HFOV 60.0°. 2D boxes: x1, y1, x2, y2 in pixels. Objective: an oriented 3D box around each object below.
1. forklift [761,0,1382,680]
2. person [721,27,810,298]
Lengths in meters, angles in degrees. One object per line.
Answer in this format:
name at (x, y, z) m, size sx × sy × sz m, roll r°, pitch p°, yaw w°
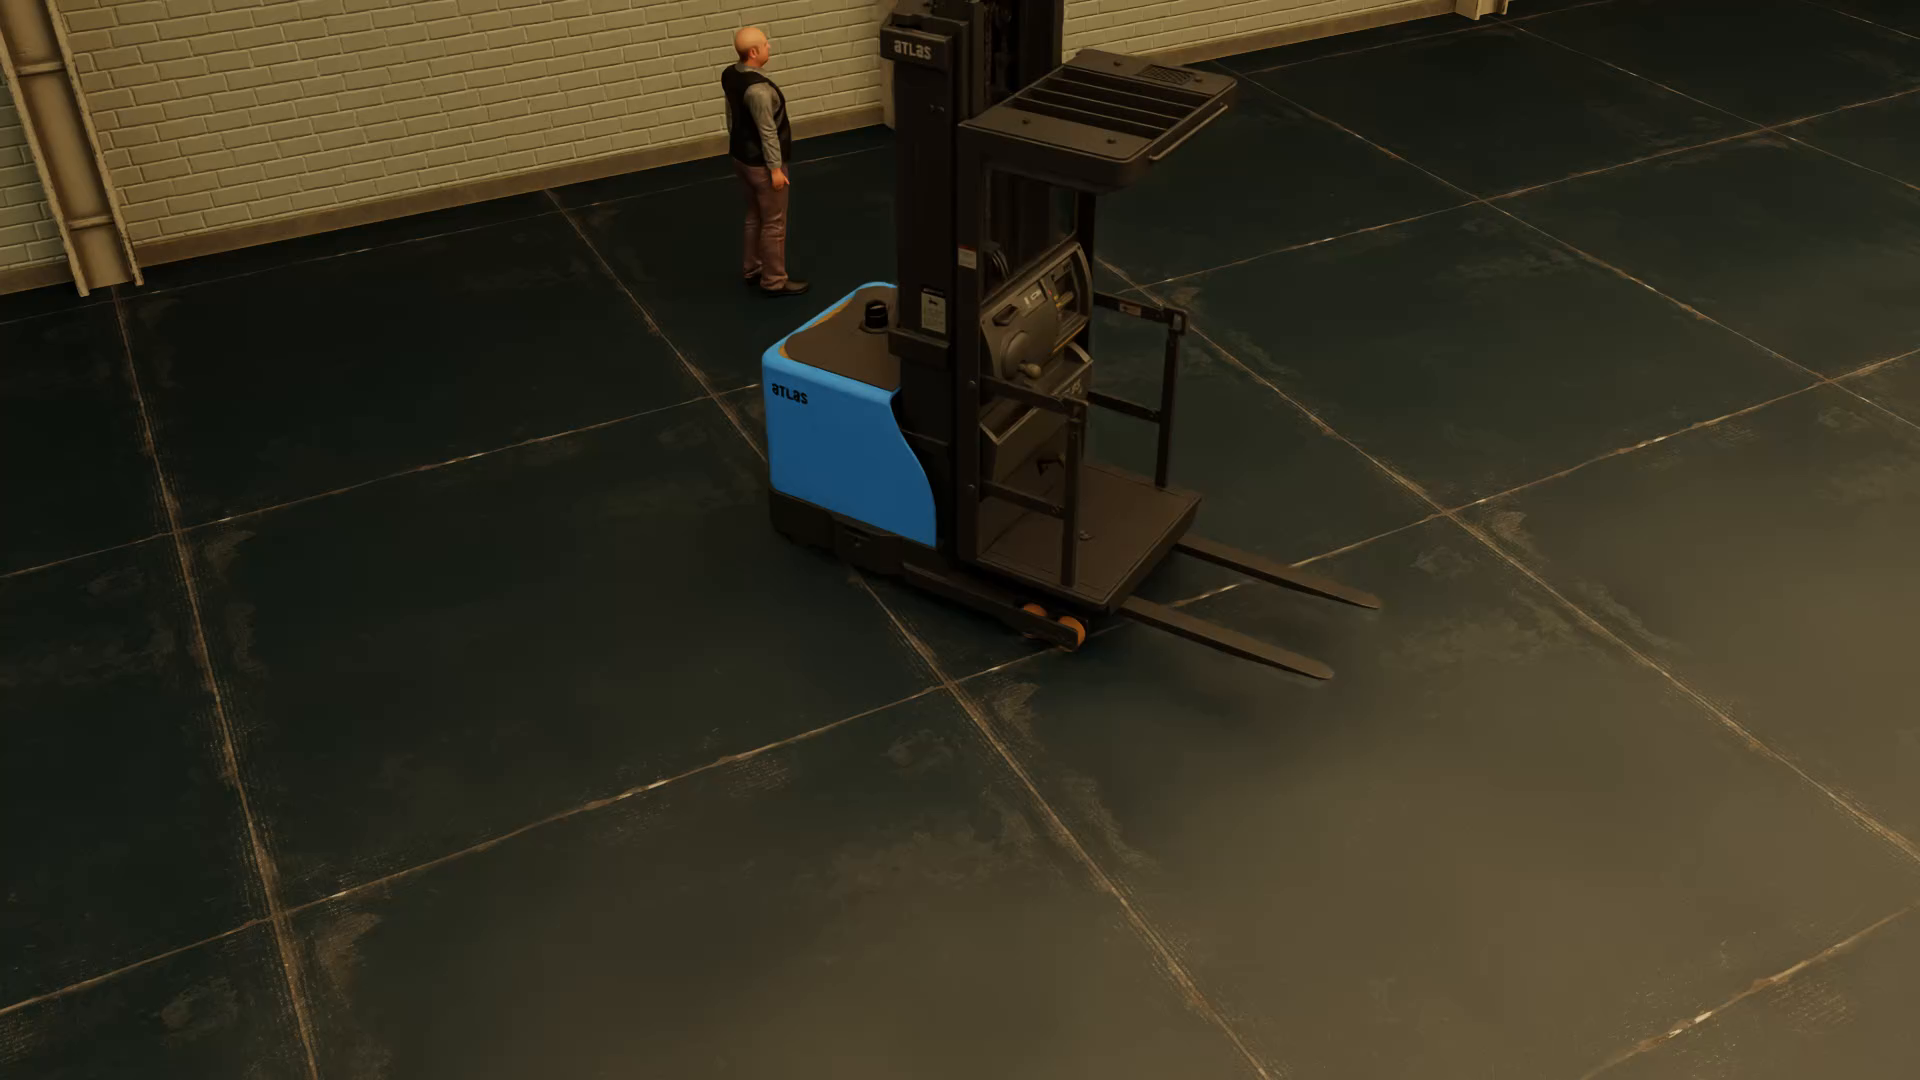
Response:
forklift at (0.534, -1.017, 7.562) m, size 3.031 × 2.935 × 1.130 m, roll 20°, pitch 40°, yaw 25°
person at (-1.253, -2.405, 10.574) m, size 0.367 × 1.725 × 0.541 m, roll -20°, pitch 40°, yaw -26°
